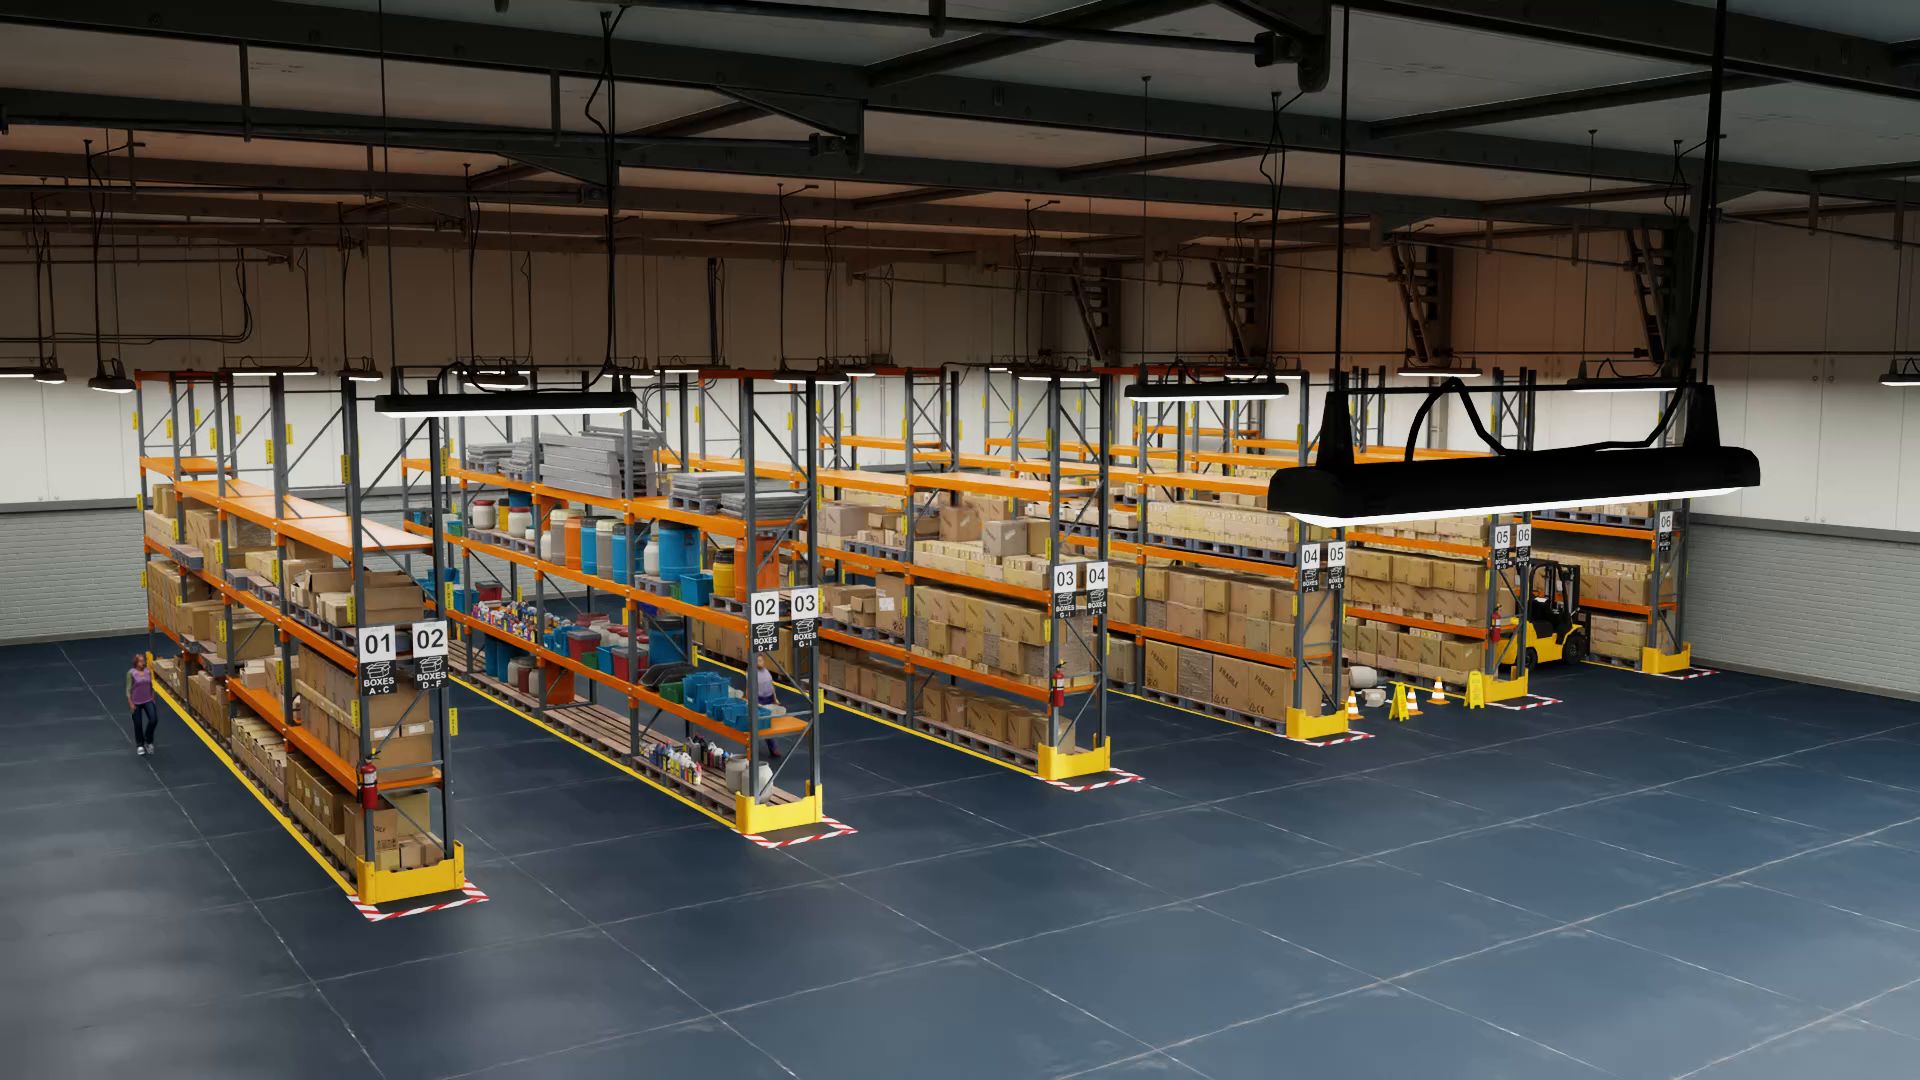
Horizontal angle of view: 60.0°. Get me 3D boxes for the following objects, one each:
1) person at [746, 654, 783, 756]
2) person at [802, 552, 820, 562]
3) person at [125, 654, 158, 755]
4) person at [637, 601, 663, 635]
[{"bbox_3d":[-3.103,2.575,26.280,1.018,1.581,0.573,6,8,40],"label":"person"},{"bbox_3d":[-3.704,0.766,41.591,1.087,1.747,0.497,-5,8,-36],"label":"person"},{"bbox_3d":[-12.873,2.586,26.133,0.436,1.615,0.459,-4,8,-35],"label":"person"},{"bbox_3d":[-6.375,1.666,34.237,0.490,1.580,1.033,-5,8,-36],"label":"person"}]
